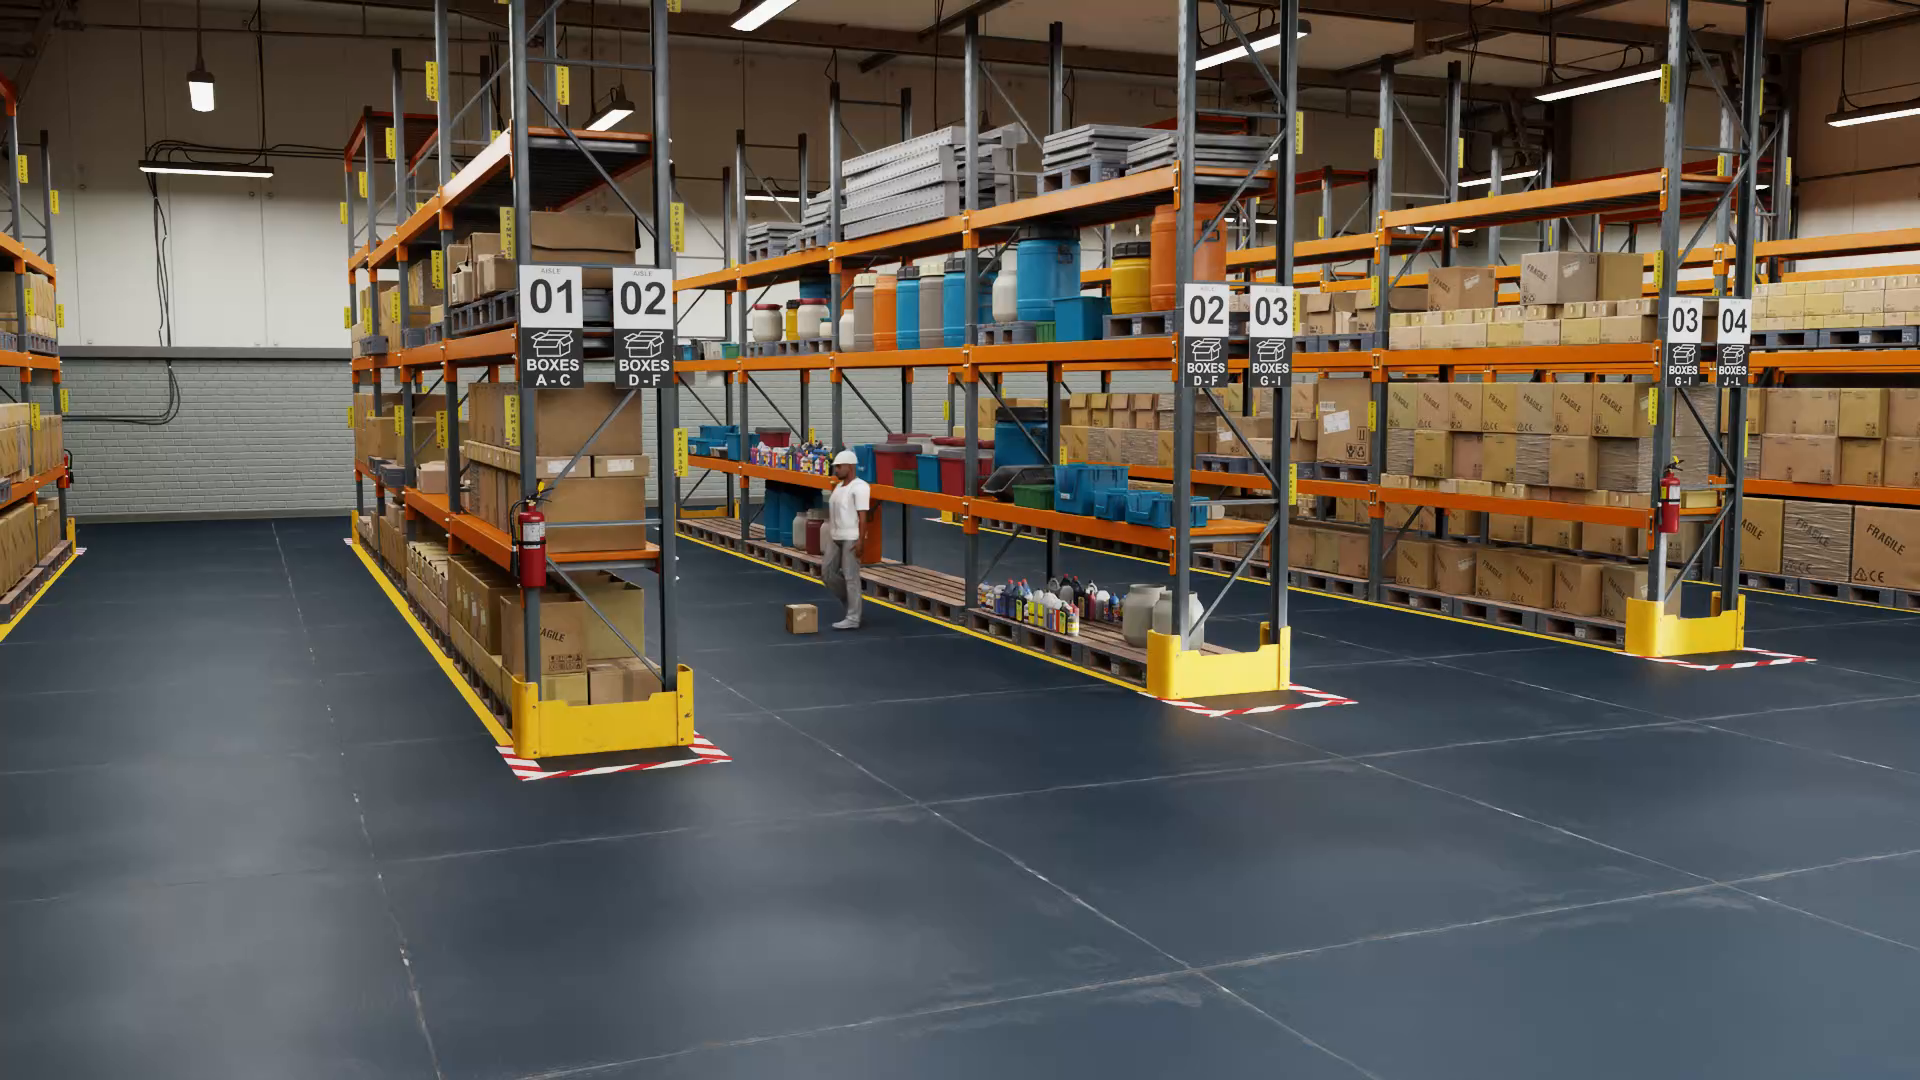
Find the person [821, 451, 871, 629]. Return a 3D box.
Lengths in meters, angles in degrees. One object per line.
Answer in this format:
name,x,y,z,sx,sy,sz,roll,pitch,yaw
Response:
person,-1.117,0.000,16.563,0.467,1.765,0.590,-4,7,-36
